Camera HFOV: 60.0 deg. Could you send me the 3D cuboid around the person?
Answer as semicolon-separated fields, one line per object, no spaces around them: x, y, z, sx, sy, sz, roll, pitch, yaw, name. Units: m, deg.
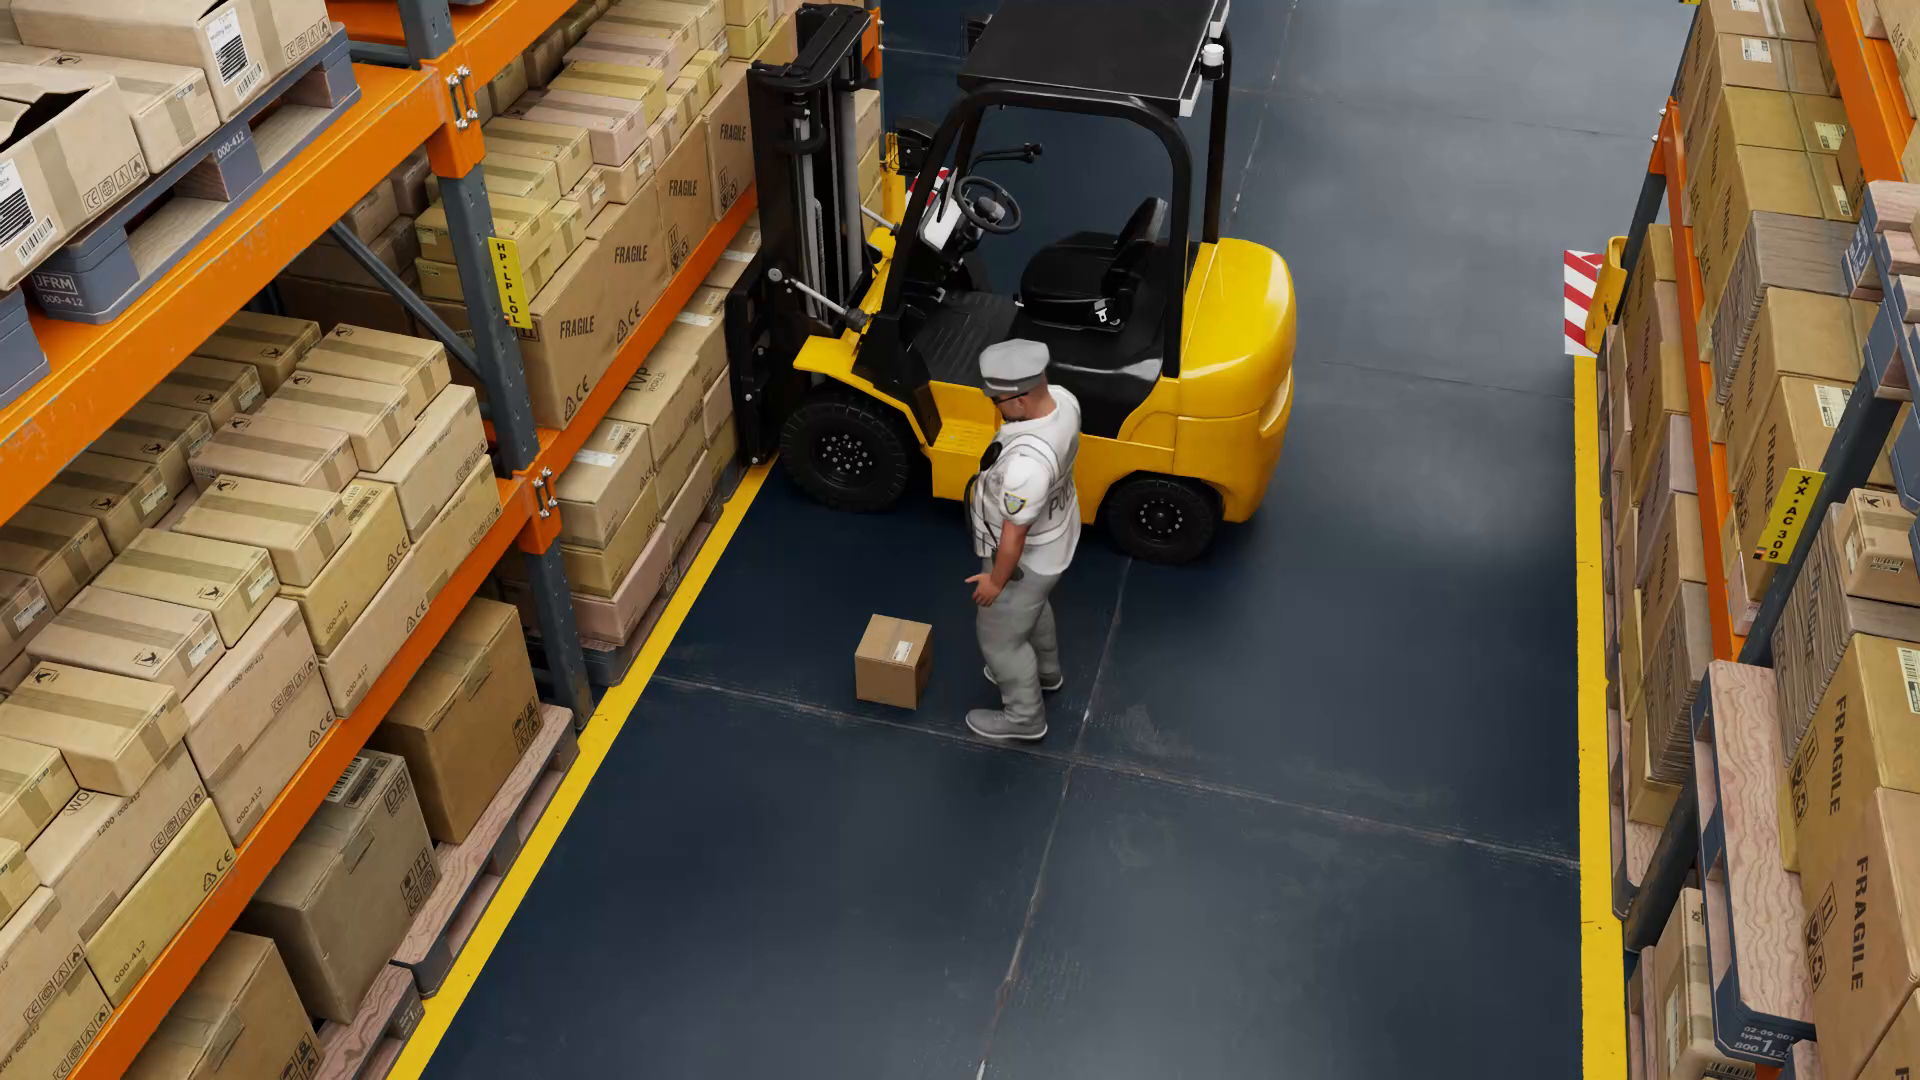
0.232;0.032;6.135;0.389;1.736;0.534;11;42;12;person
